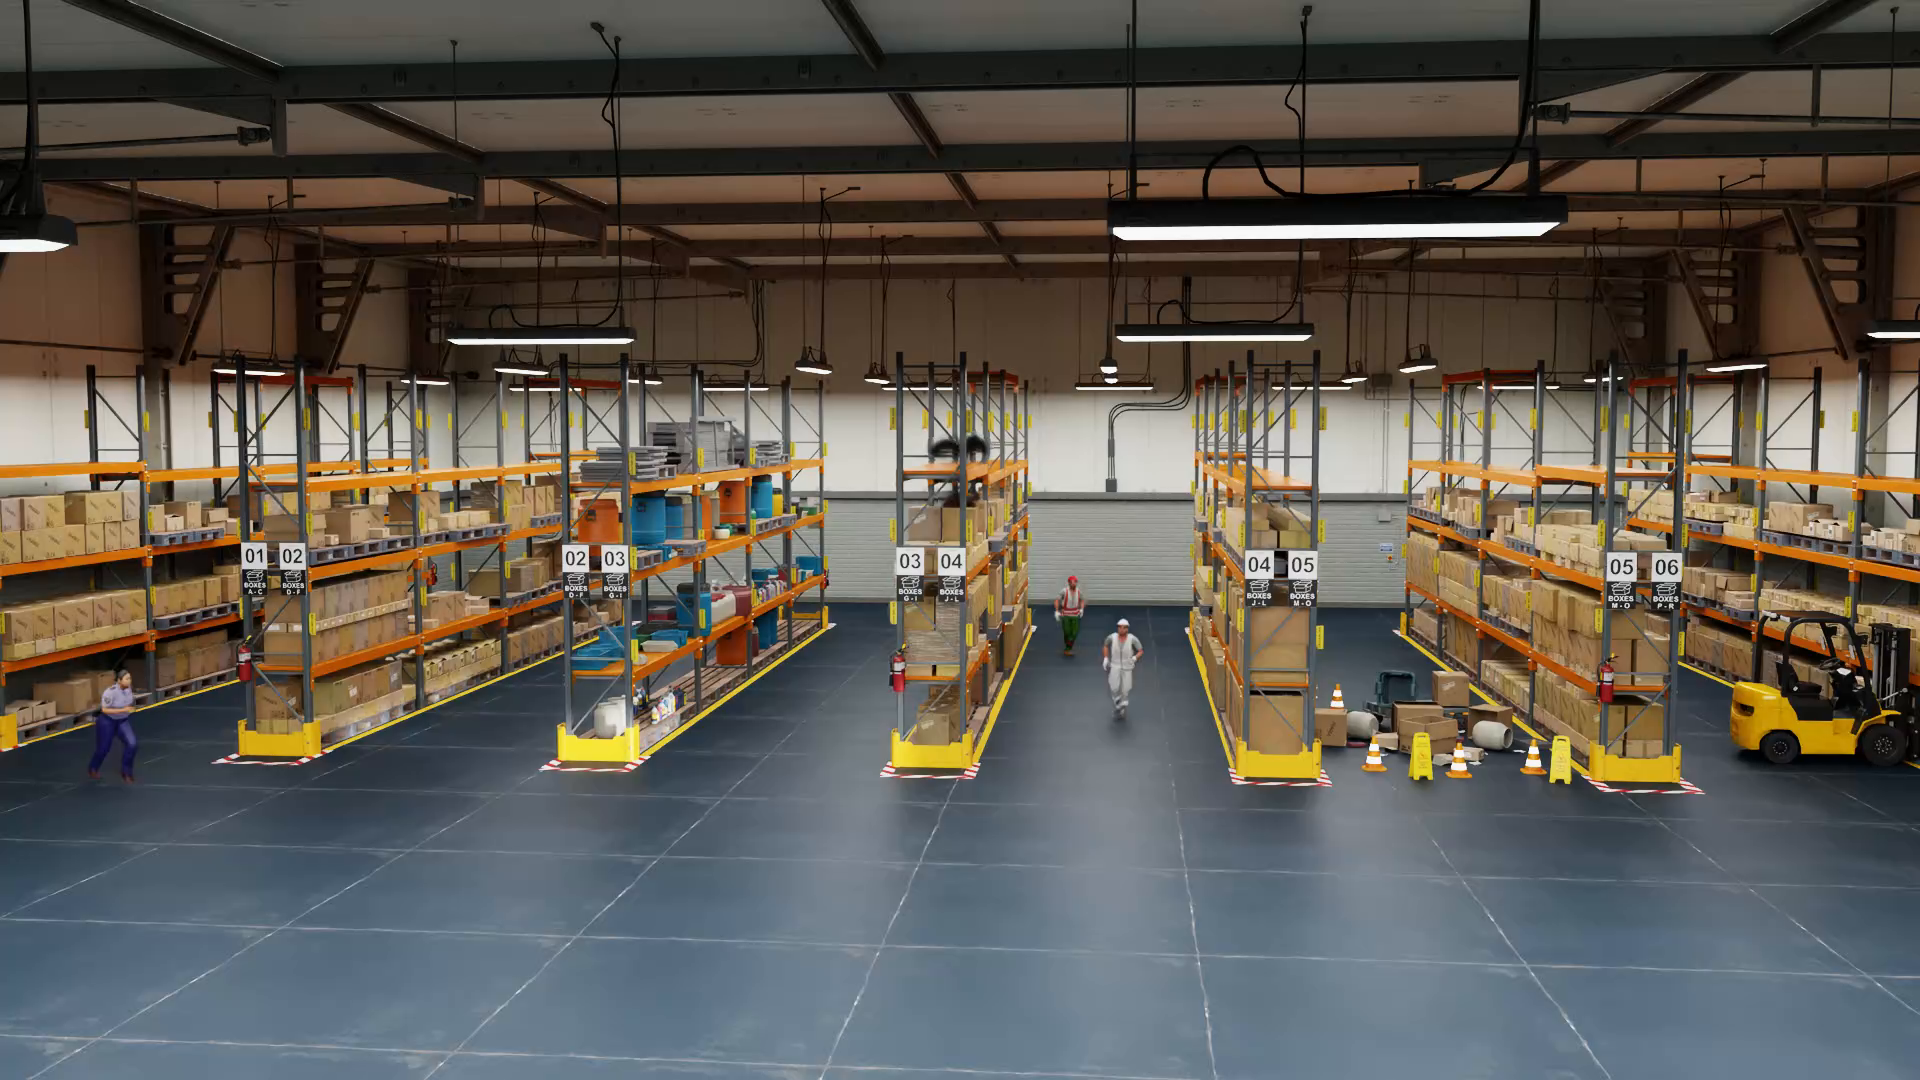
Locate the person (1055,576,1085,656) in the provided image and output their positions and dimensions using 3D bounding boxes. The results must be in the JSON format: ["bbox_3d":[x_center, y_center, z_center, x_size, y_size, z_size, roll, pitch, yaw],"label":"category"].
[{"bbox_3d":[2.351,1.612,35.602,0.675,1.727,0.582,-1,4,-8],"label":"person"}]

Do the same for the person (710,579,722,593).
[{"bbox_3d":[-5.416,1.598,37.794,0.623,1.480,0.921,1,4,17],"label":"person"}]

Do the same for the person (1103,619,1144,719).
[{"bbox_3d":[2.729,2.164,27.923,0.665,1.720,0.728,0,4,7],"label":"person"}]

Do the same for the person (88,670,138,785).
[{"bbox_3d":[-11.727,2.606,23.035,0.930,1.660,0.624,2,4,23],"label":"person"}]
